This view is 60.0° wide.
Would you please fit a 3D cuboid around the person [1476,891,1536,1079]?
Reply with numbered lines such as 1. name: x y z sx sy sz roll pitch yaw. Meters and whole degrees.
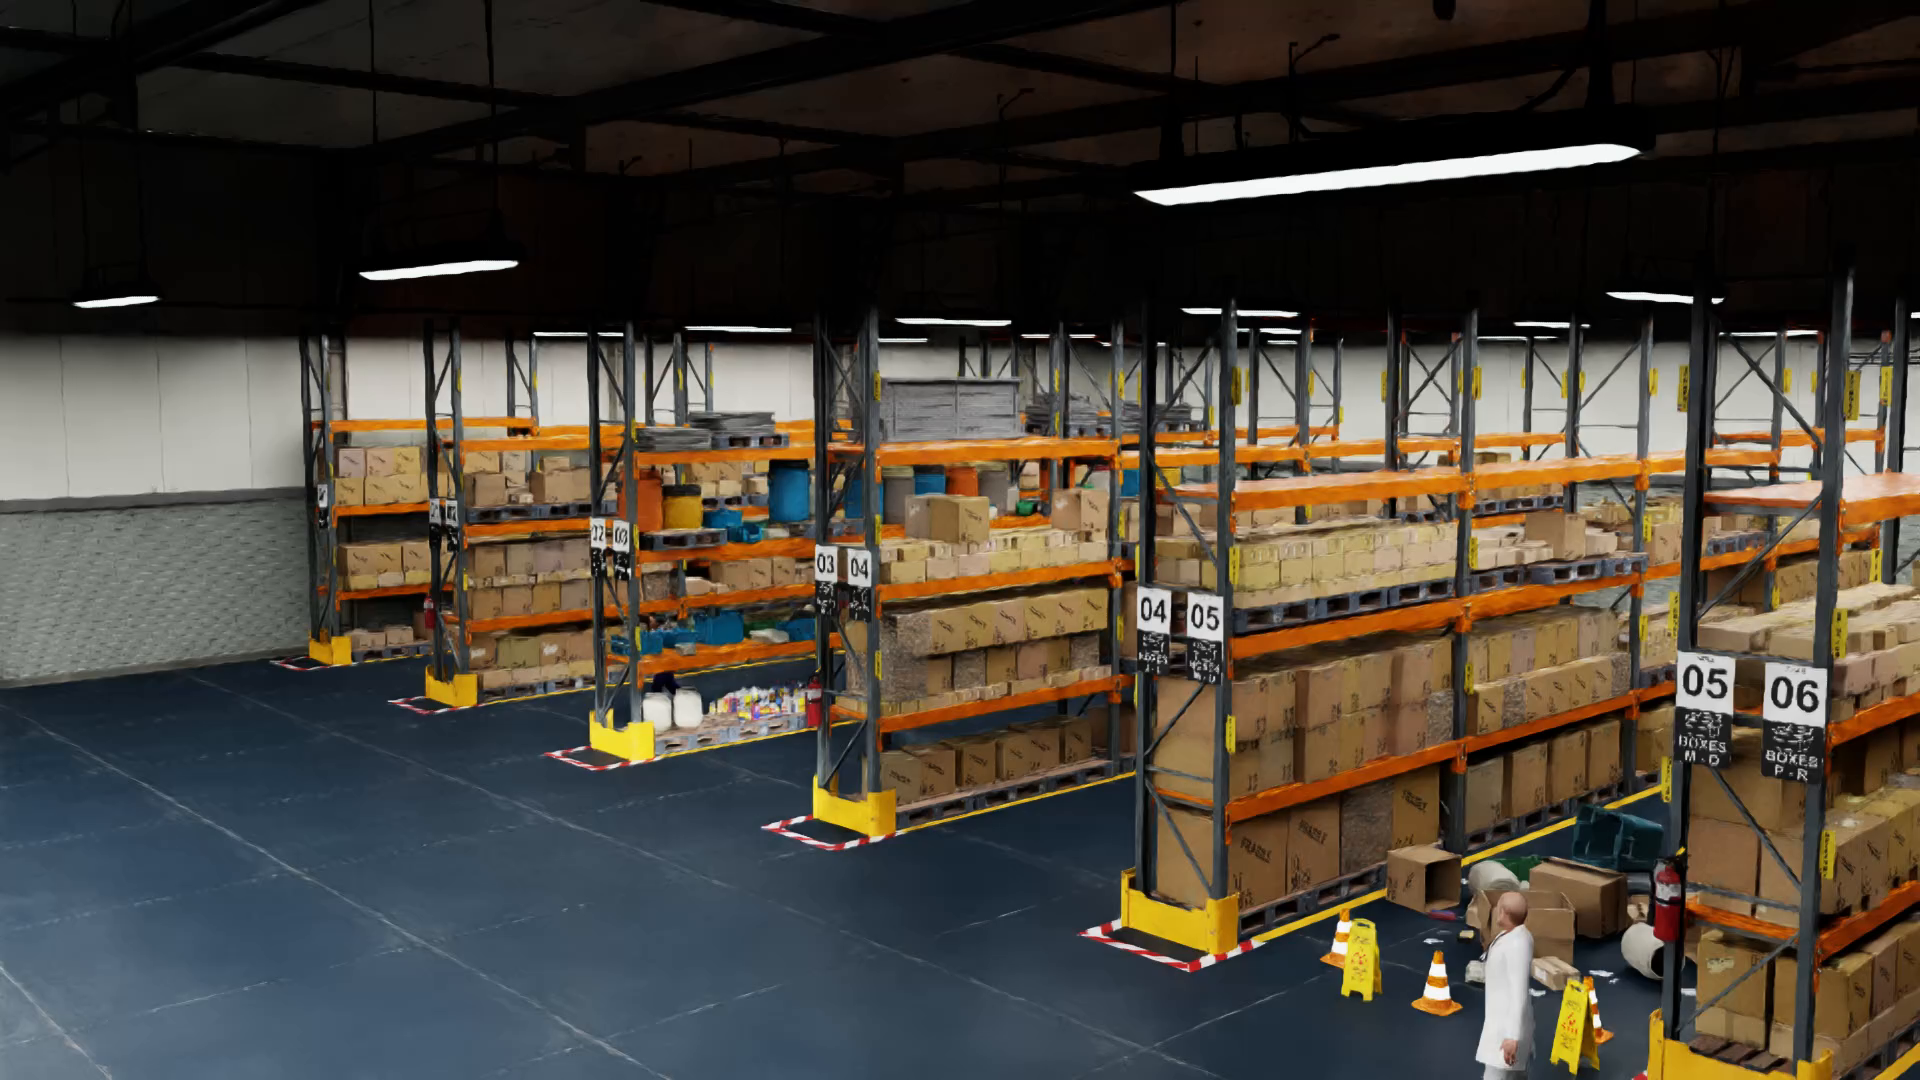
1. person: 3.611 3.182 10.833 0.461 1.772 0.683 2 6 19

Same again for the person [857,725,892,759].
1. person: -1.090 2.048 22.257 0.626 1.718 0.576 -1 6 -13

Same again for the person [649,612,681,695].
1. person: -4.506 1.857 24.997 1.090 1.553 0.479 -5 8 -41
